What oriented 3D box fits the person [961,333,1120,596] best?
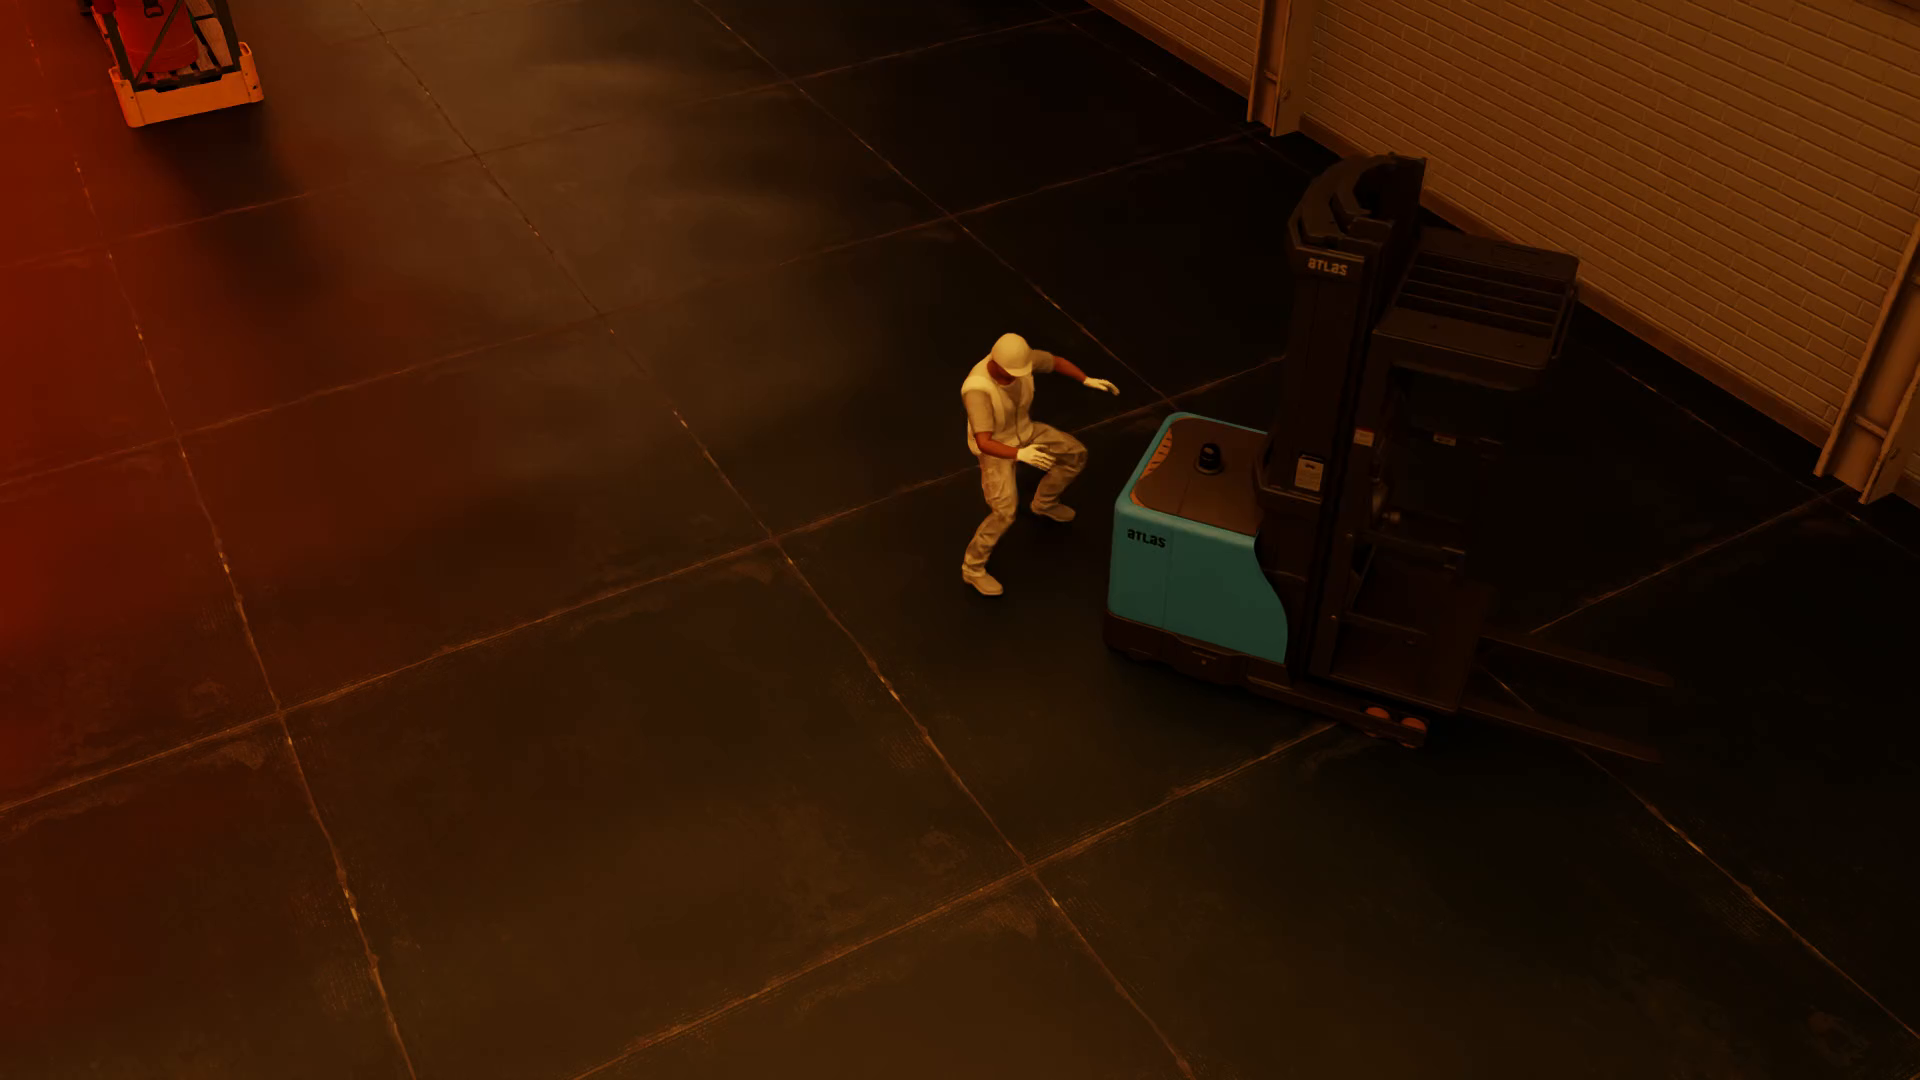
[{"bbox_3d":[0.411,-0.548,9.782,1.040,1.552,0.792,-32,49,-33],"label":"person"}]

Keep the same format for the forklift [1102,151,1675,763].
[{"bbox_3d":[2.380,-0.394,8.511,3.031,2.935,1.130,16,42,18],"label":"forklift"}]
